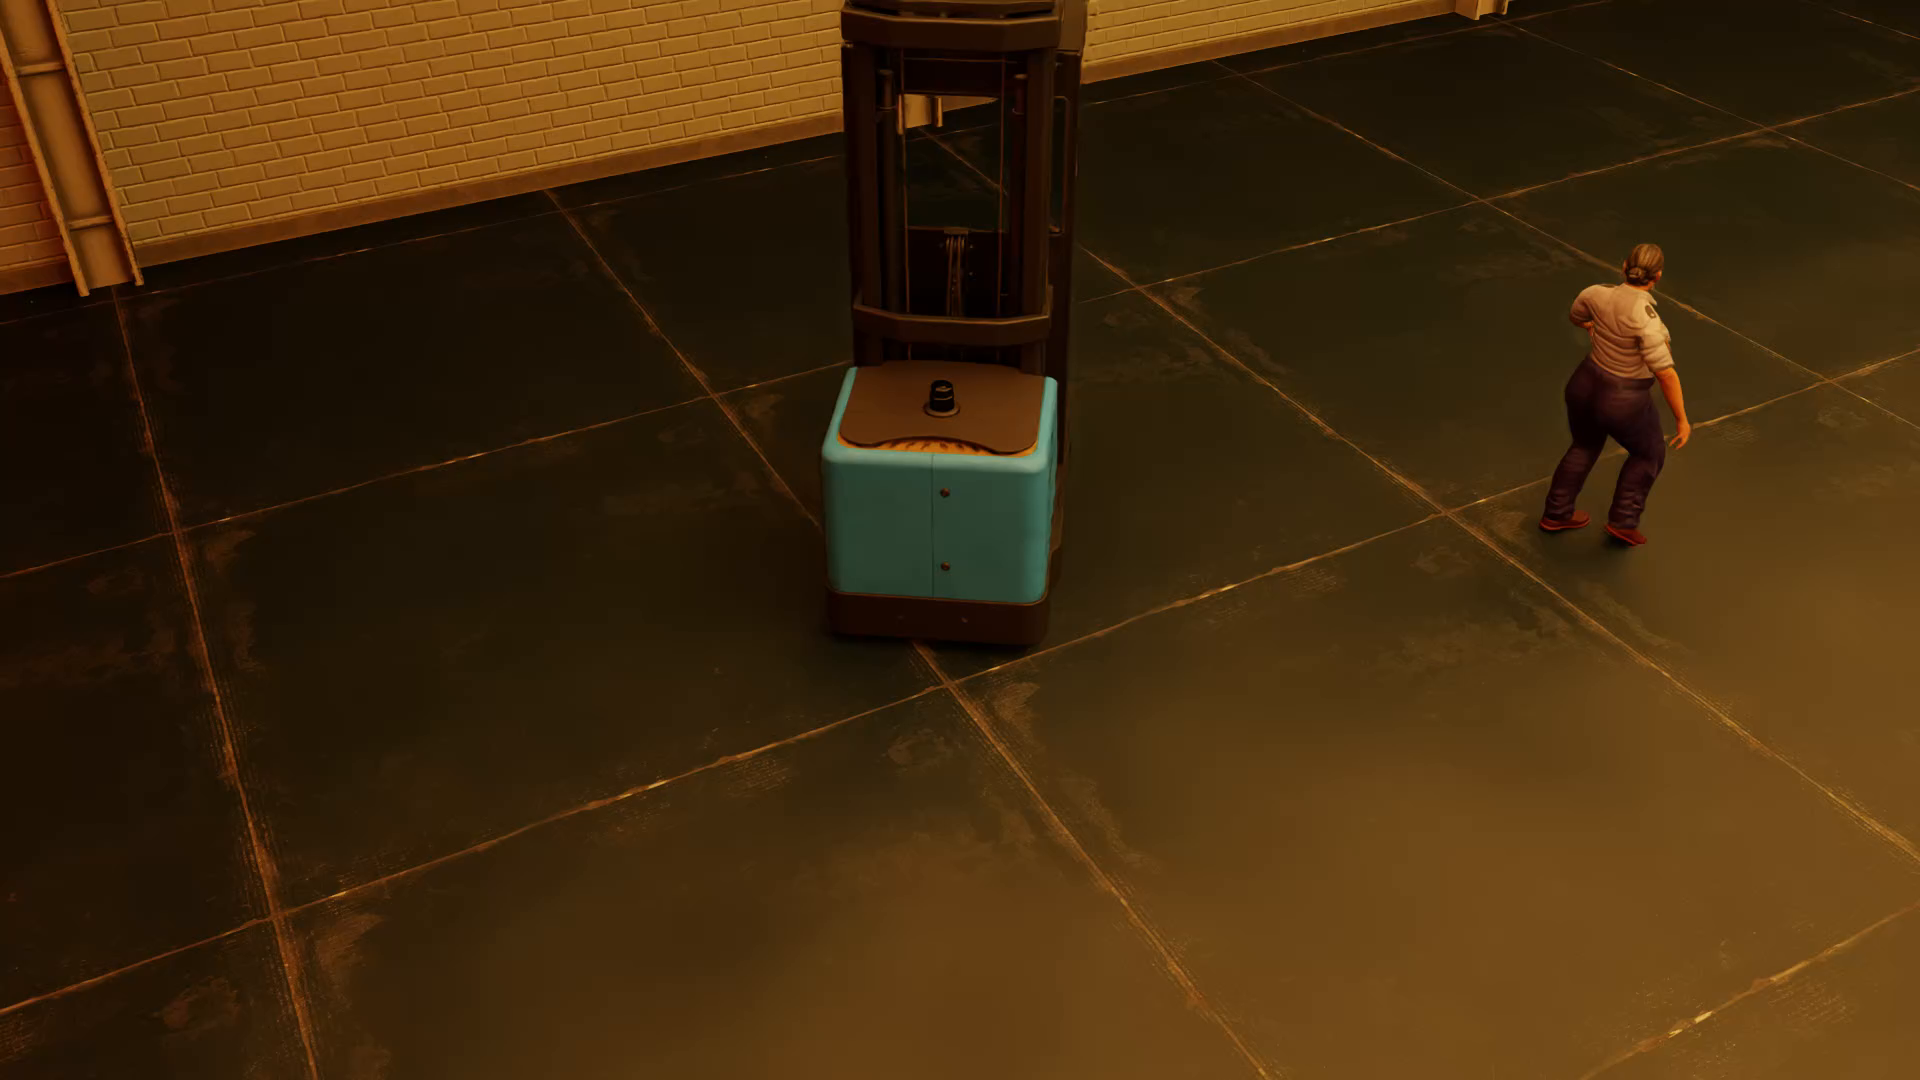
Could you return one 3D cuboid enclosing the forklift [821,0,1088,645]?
[{"bbox_3d":[0.031,-1.535,8.295,1.130,2.935,3.031,3,35,5],"label":"forklift"}]

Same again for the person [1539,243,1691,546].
[{"bbox_3d":[3.298,-0.704,8.304,0.491,1.680,0.880,-15,38,-20],"label":"person"}]
